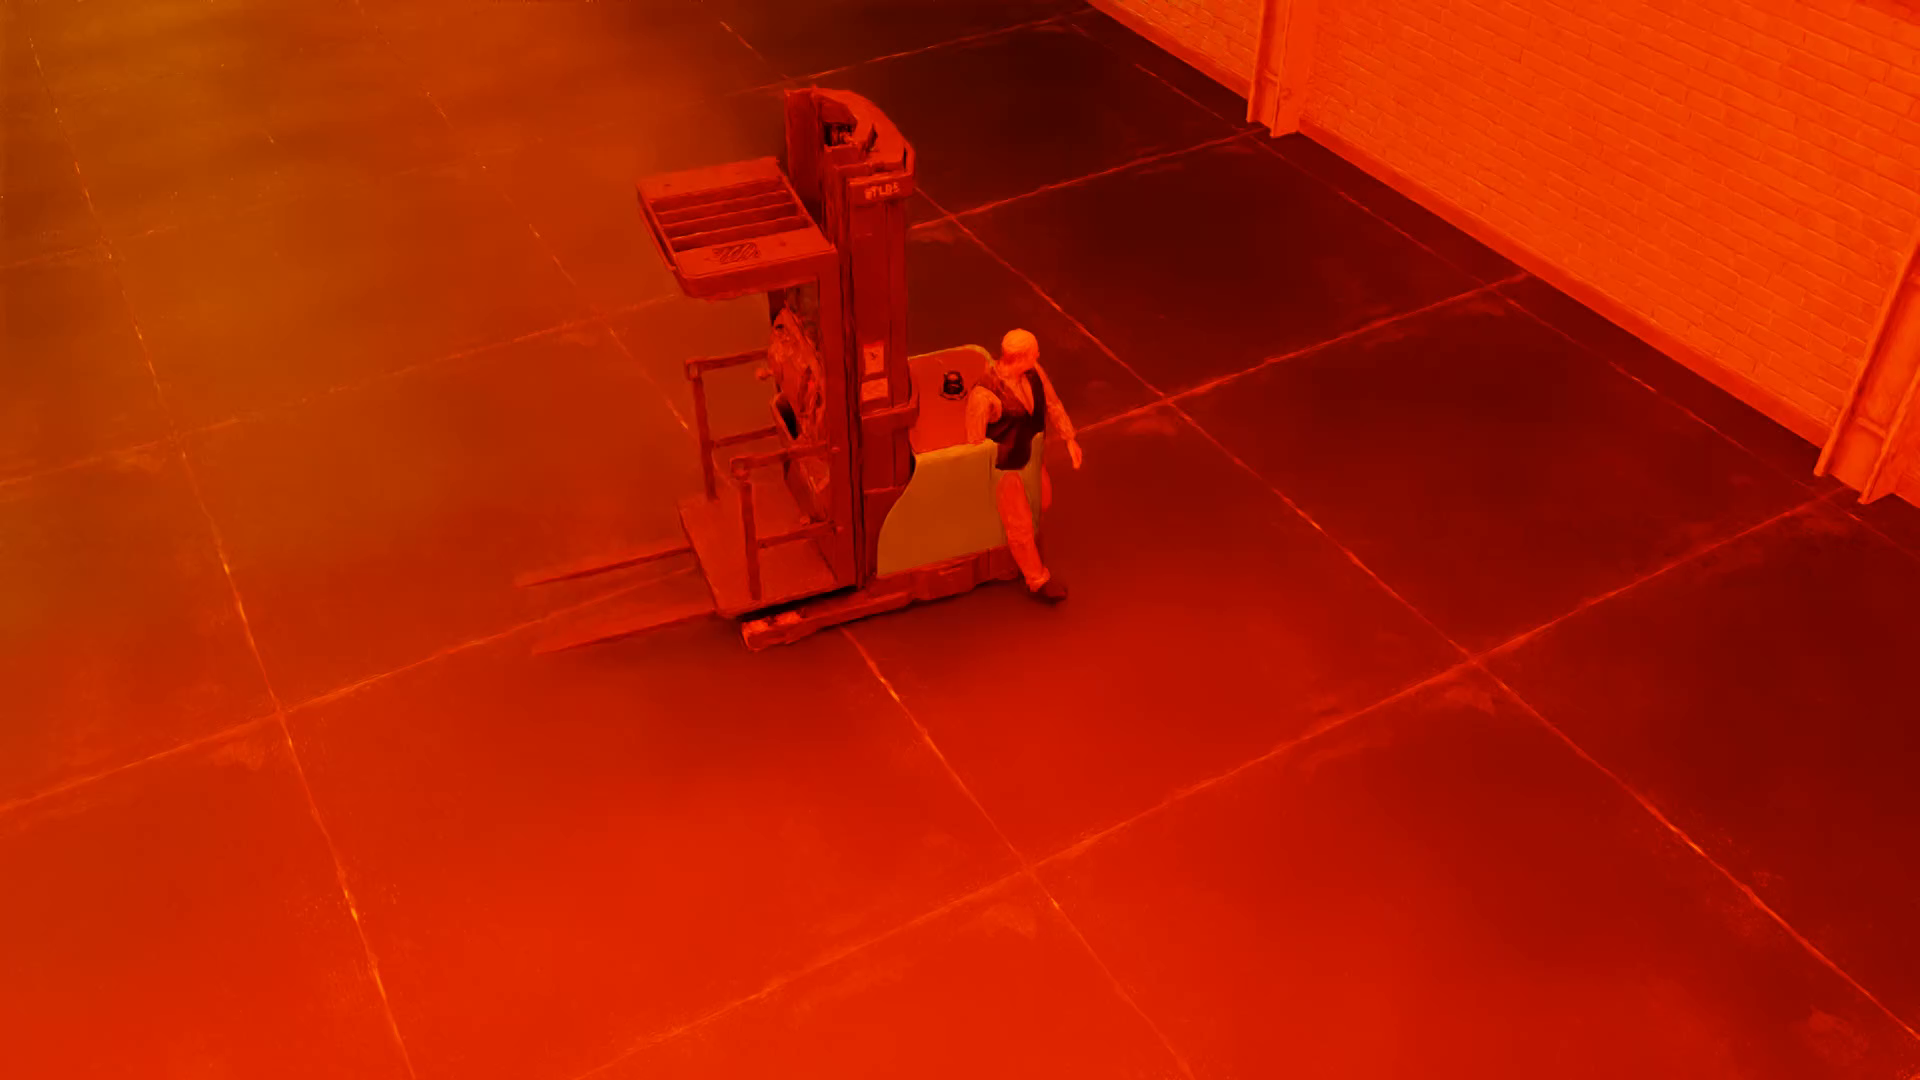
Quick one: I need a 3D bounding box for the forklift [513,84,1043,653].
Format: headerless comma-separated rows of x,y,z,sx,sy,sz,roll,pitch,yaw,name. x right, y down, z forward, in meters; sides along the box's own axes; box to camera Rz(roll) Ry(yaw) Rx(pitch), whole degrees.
-1.080,-0.880,9.097,3.031,2.935,1.130,-14,42,-16,forklift

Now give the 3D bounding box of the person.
0.344,-0.434,9.553,0.903,1.666,0.685,27,47,28,person
